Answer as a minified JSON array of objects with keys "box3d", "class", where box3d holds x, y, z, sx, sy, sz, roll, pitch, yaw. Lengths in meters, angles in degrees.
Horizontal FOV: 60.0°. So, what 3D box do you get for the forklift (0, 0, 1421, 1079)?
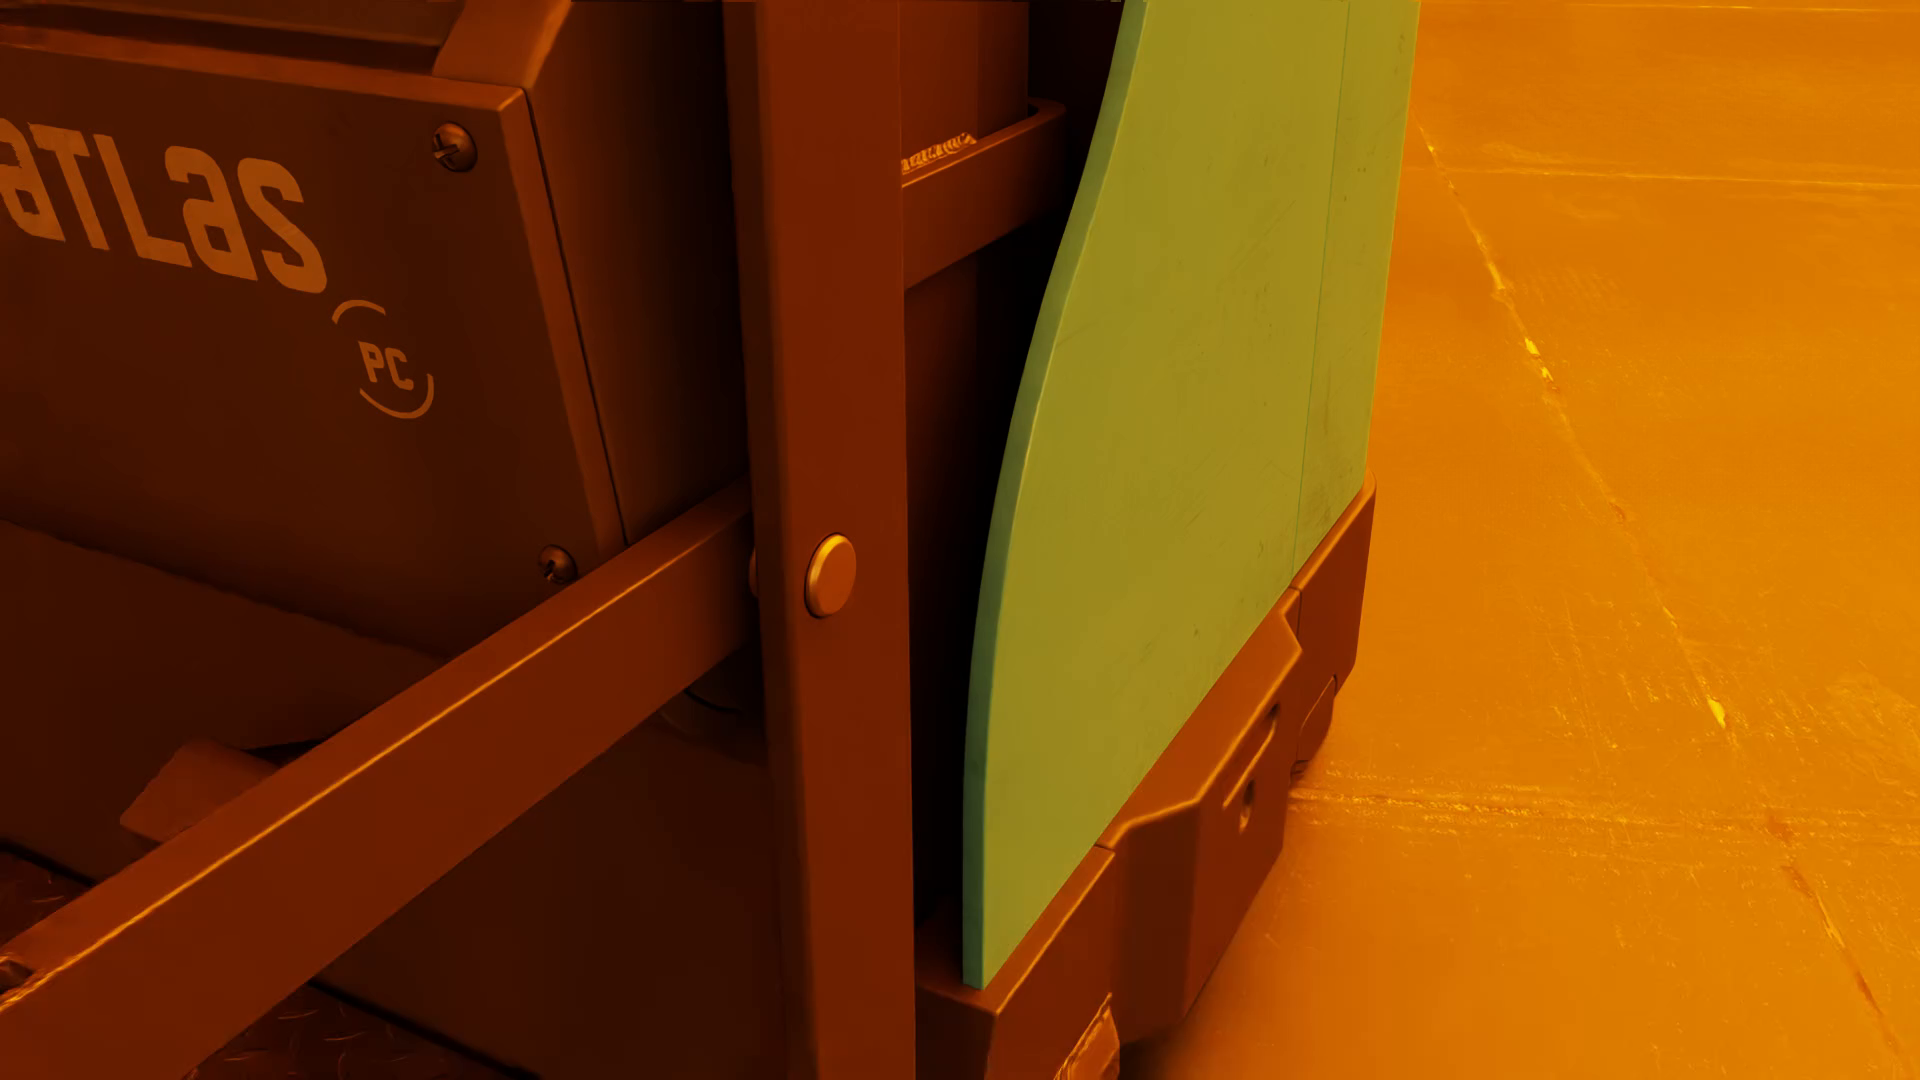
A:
[{"box3d":[-0.648,-0.644,0.507,1.130,2.935,3.031,13,29,25],"class":"forklift"}]
